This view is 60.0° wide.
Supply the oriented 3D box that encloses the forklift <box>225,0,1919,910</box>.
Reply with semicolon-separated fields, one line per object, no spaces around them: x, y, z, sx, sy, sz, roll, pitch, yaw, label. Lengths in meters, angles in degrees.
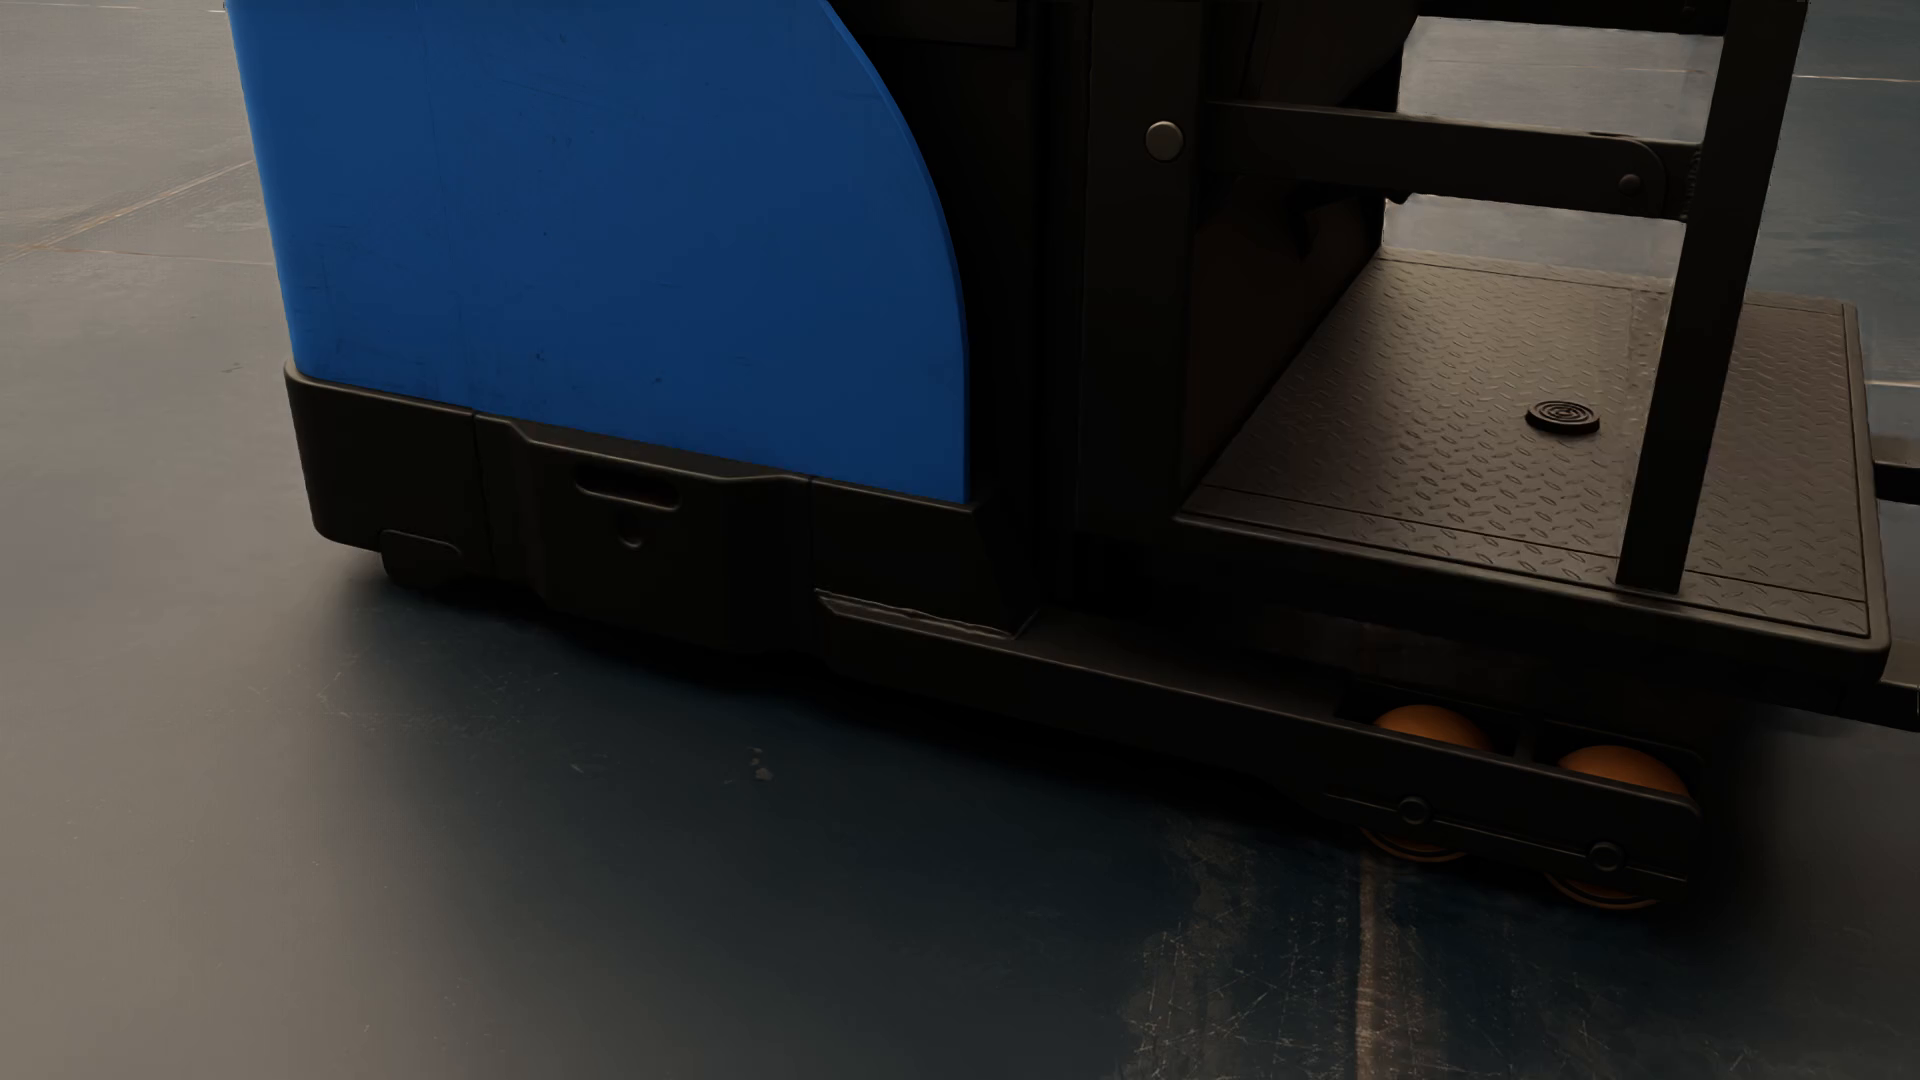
0.628;-1.196;1.618;3.031;2.935;1.130;11;29;21;forklift
